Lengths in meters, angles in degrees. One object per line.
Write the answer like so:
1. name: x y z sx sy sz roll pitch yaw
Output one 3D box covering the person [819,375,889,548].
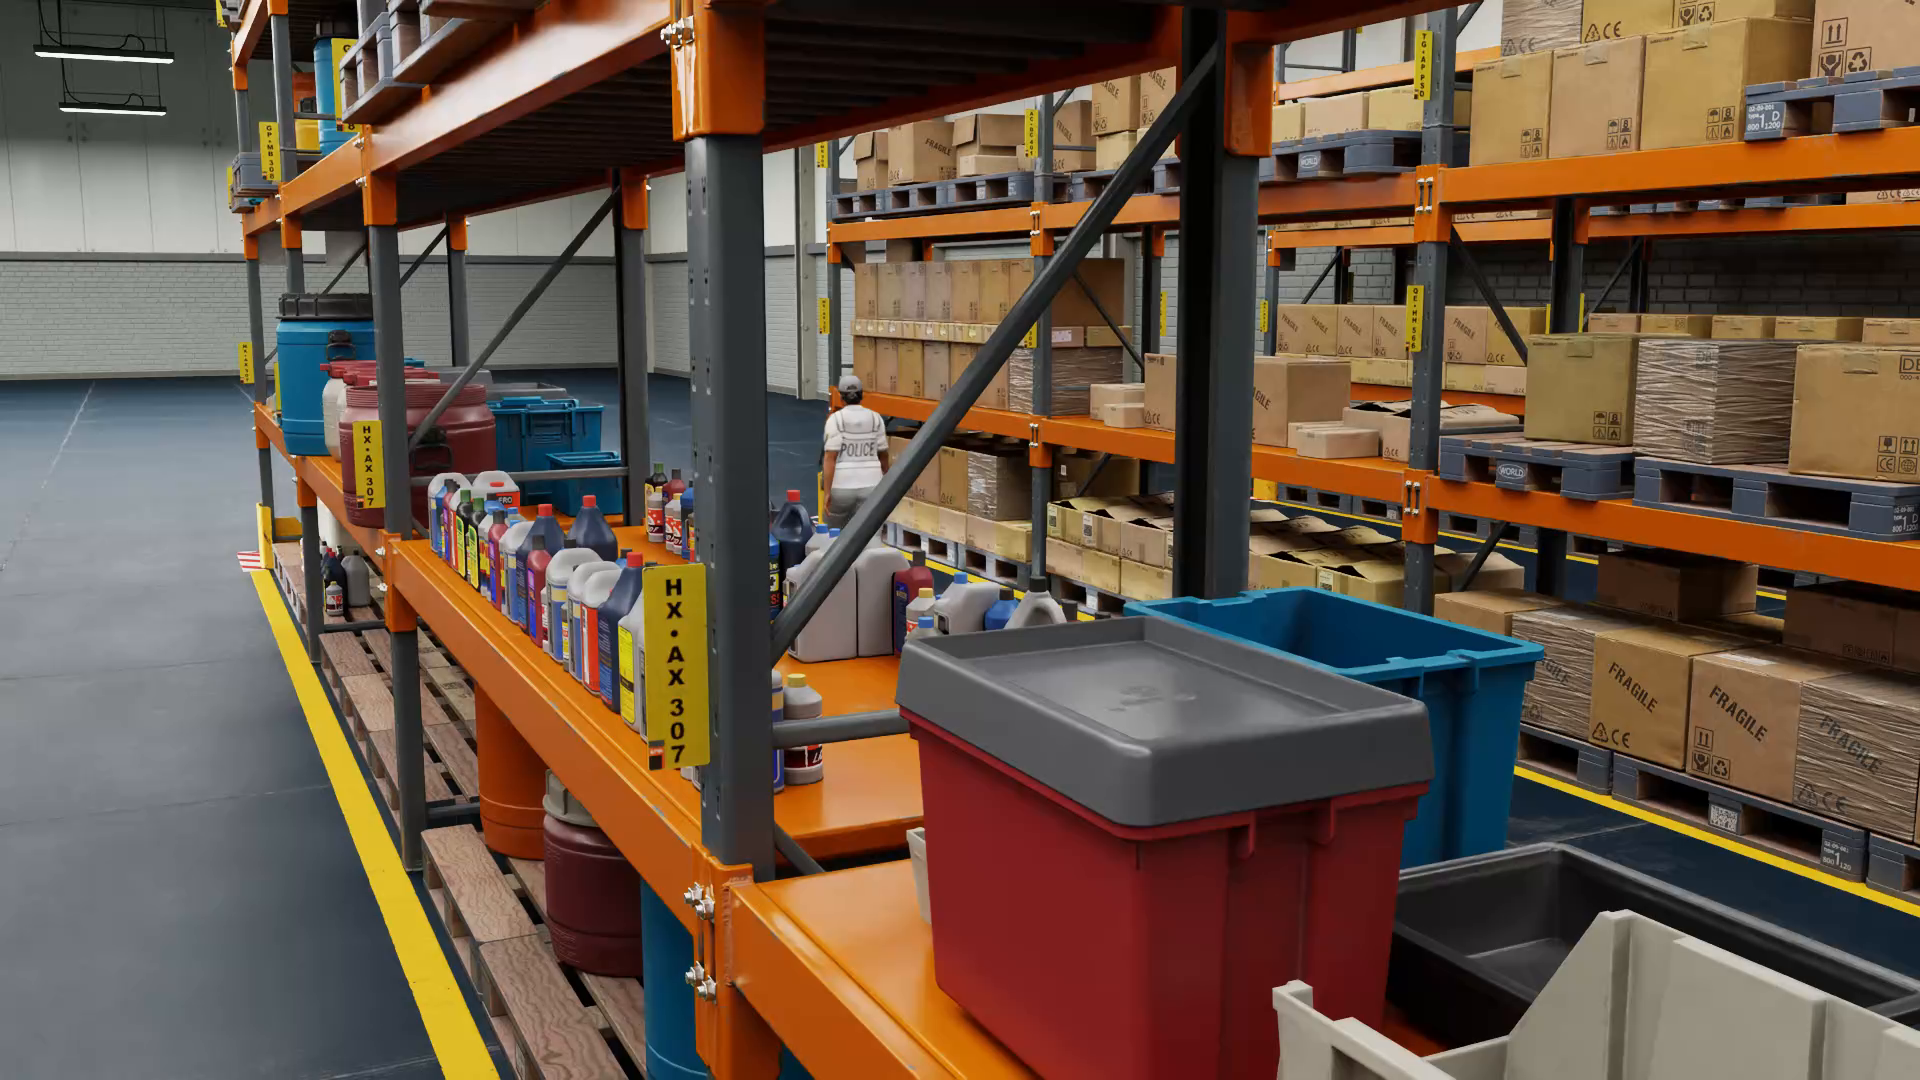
1. person: -0.756 -0.370 11.817 0.523 1.607 1.036 -3 9 -17
